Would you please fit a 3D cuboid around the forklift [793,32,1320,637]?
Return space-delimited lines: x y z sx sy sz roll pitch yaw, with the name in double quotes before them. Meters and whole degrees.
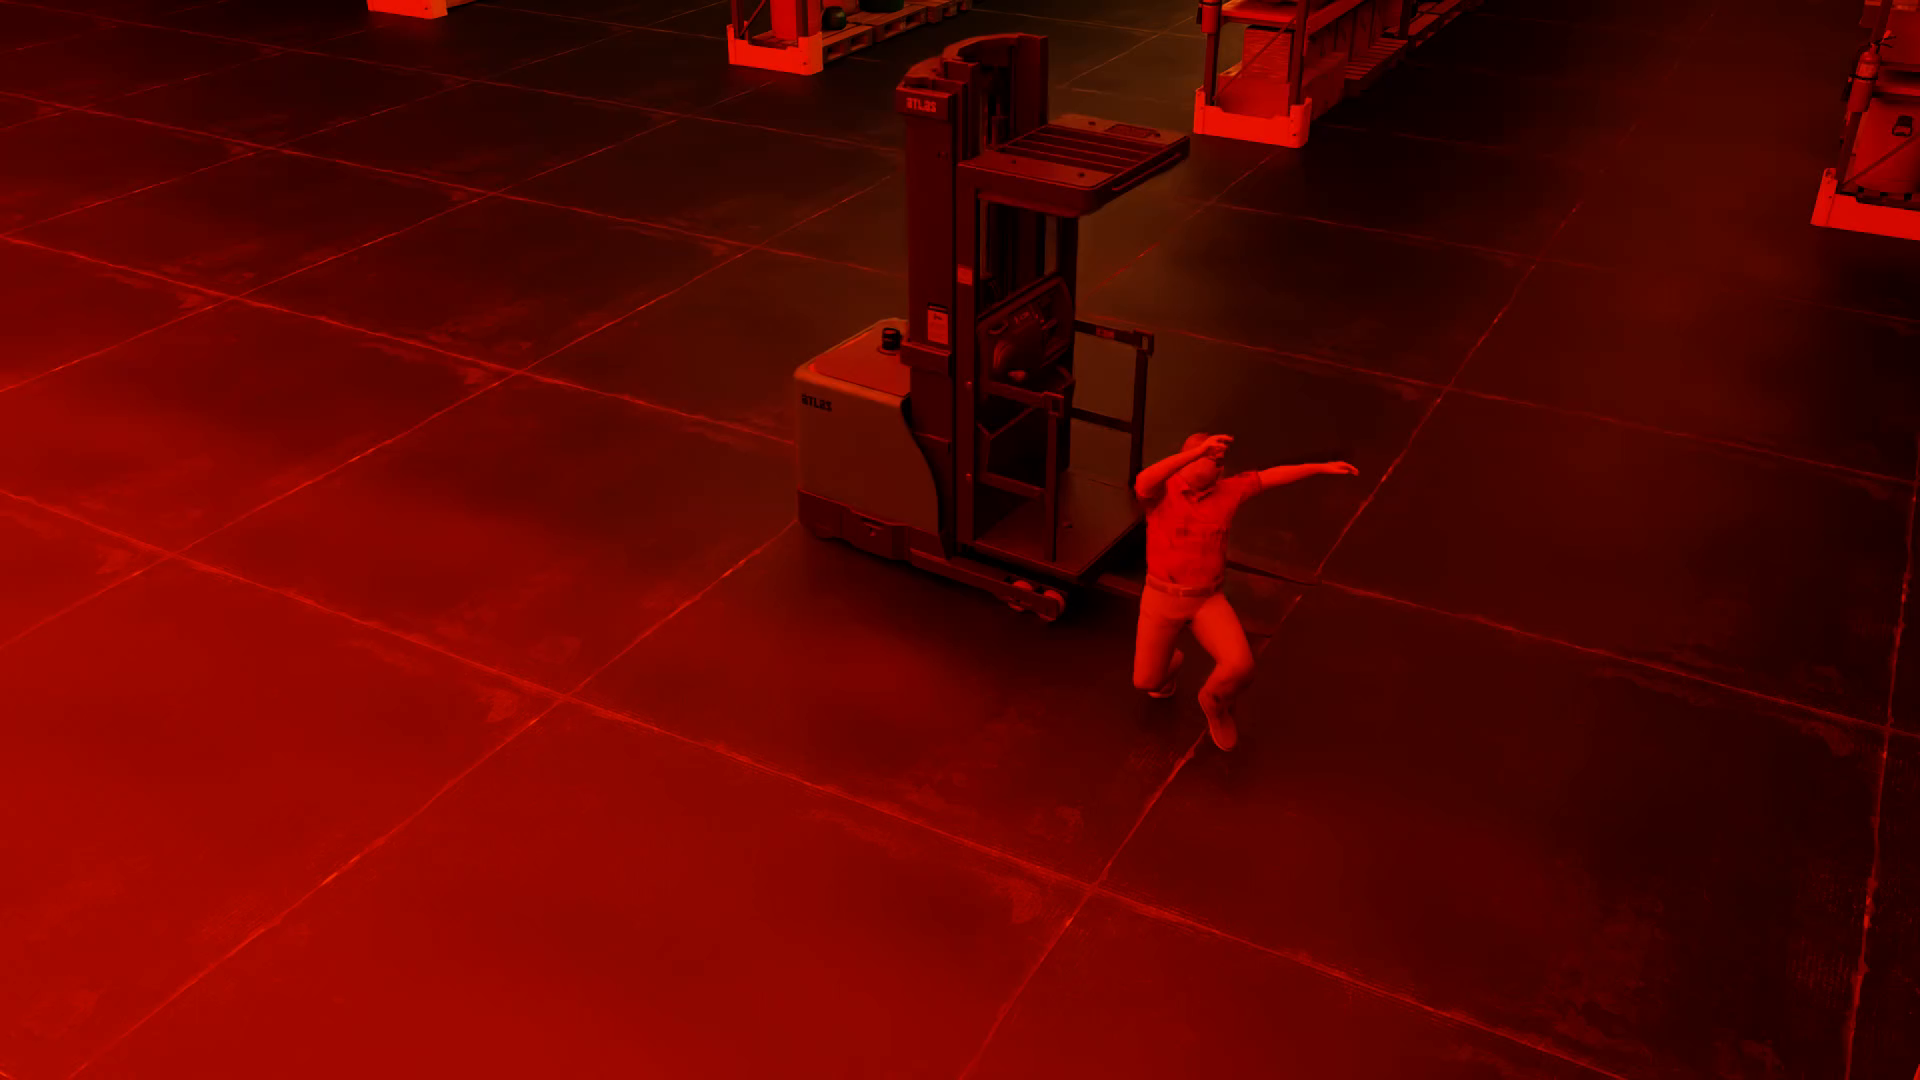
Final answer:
"forklift" 0.535 -1.124 9.019 3.031 2.935 1.130 18 35 28

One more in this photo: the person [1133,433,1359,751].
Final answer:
"person" 1.381 0.212 8.017 1.119 1.637 0.844 -1 30 -2
